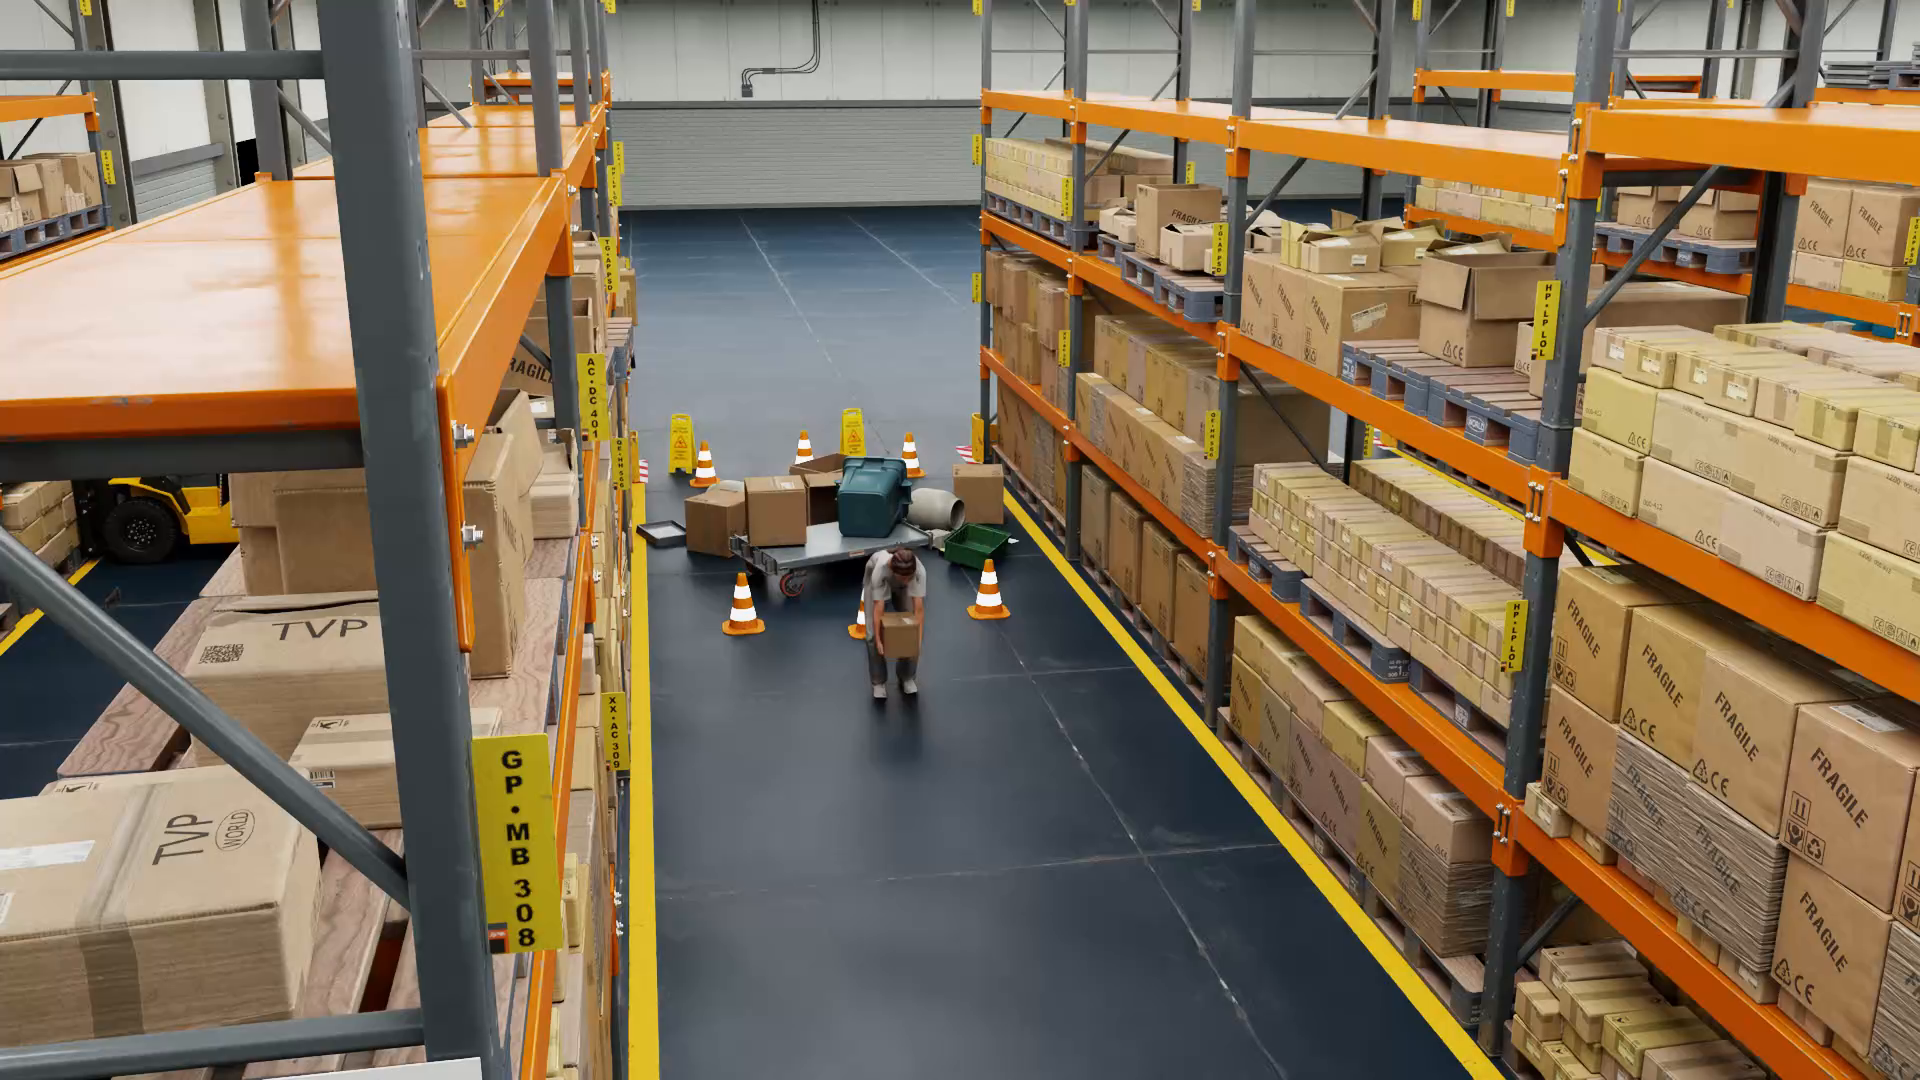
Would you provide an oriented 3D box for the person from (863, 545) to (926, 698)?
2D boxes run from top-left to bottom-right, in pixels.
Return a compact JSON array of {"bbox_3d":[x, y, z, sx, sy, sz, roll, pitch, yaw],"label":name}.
[{"bbox_3d":[-0.456,0.571,11.918,0.427,1.217,0.836,-4,17,-12],"label":"person"}]
